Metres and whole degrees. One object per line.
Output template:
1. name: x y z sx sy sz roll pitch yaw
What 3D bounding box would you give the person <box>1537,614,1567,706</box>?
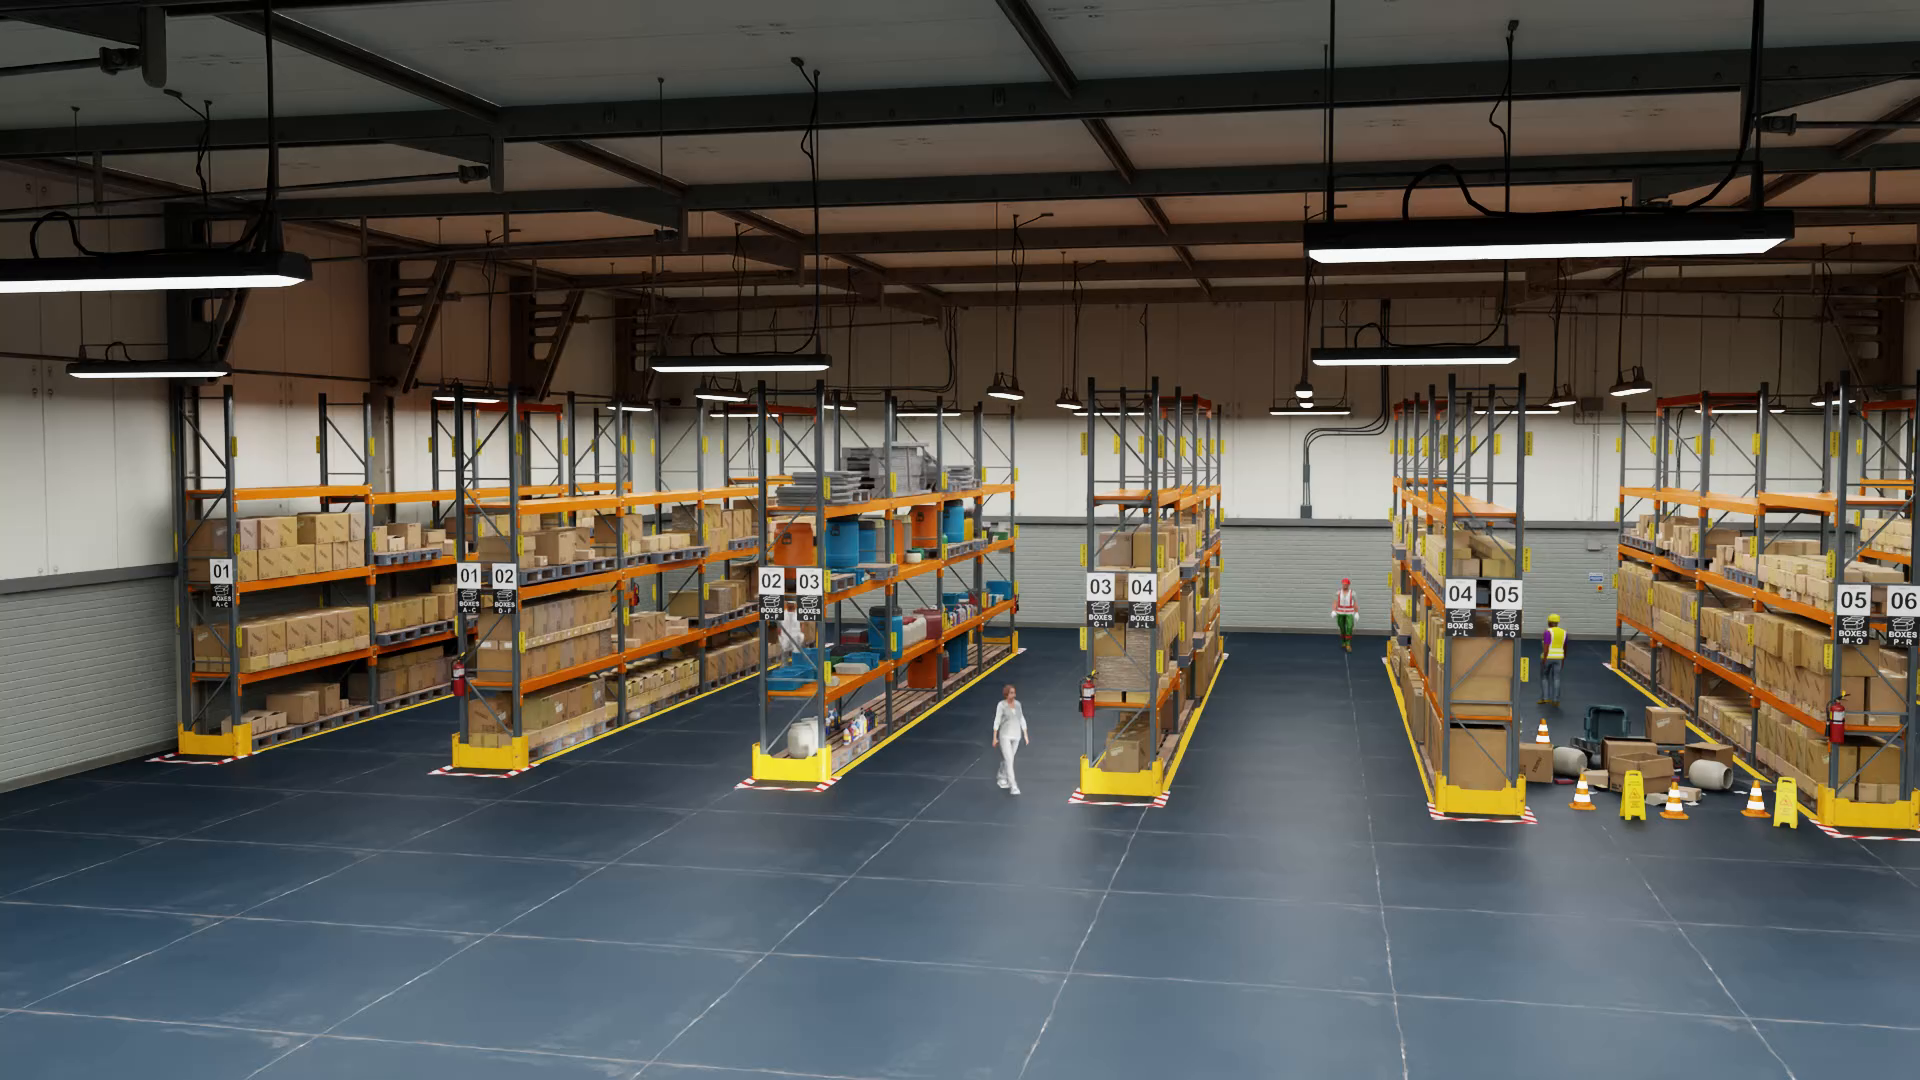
1. person: 11.515 2.344 32.203 0.533 1.809 0.602 0 3 5

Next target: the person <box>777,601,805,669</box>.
1. person: -3.512 1.993 34.639 0.572 1.652 0.713 -1 3 -9

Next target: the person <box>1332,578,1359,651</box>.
1. person: 9.462 1.815 40.876 0.636 1.728 0.988 1 3 20

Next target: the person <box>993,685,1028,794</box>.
1. person: 0.733 2.866 23.984 0.493 1.547 0.947 -2 4 -34
